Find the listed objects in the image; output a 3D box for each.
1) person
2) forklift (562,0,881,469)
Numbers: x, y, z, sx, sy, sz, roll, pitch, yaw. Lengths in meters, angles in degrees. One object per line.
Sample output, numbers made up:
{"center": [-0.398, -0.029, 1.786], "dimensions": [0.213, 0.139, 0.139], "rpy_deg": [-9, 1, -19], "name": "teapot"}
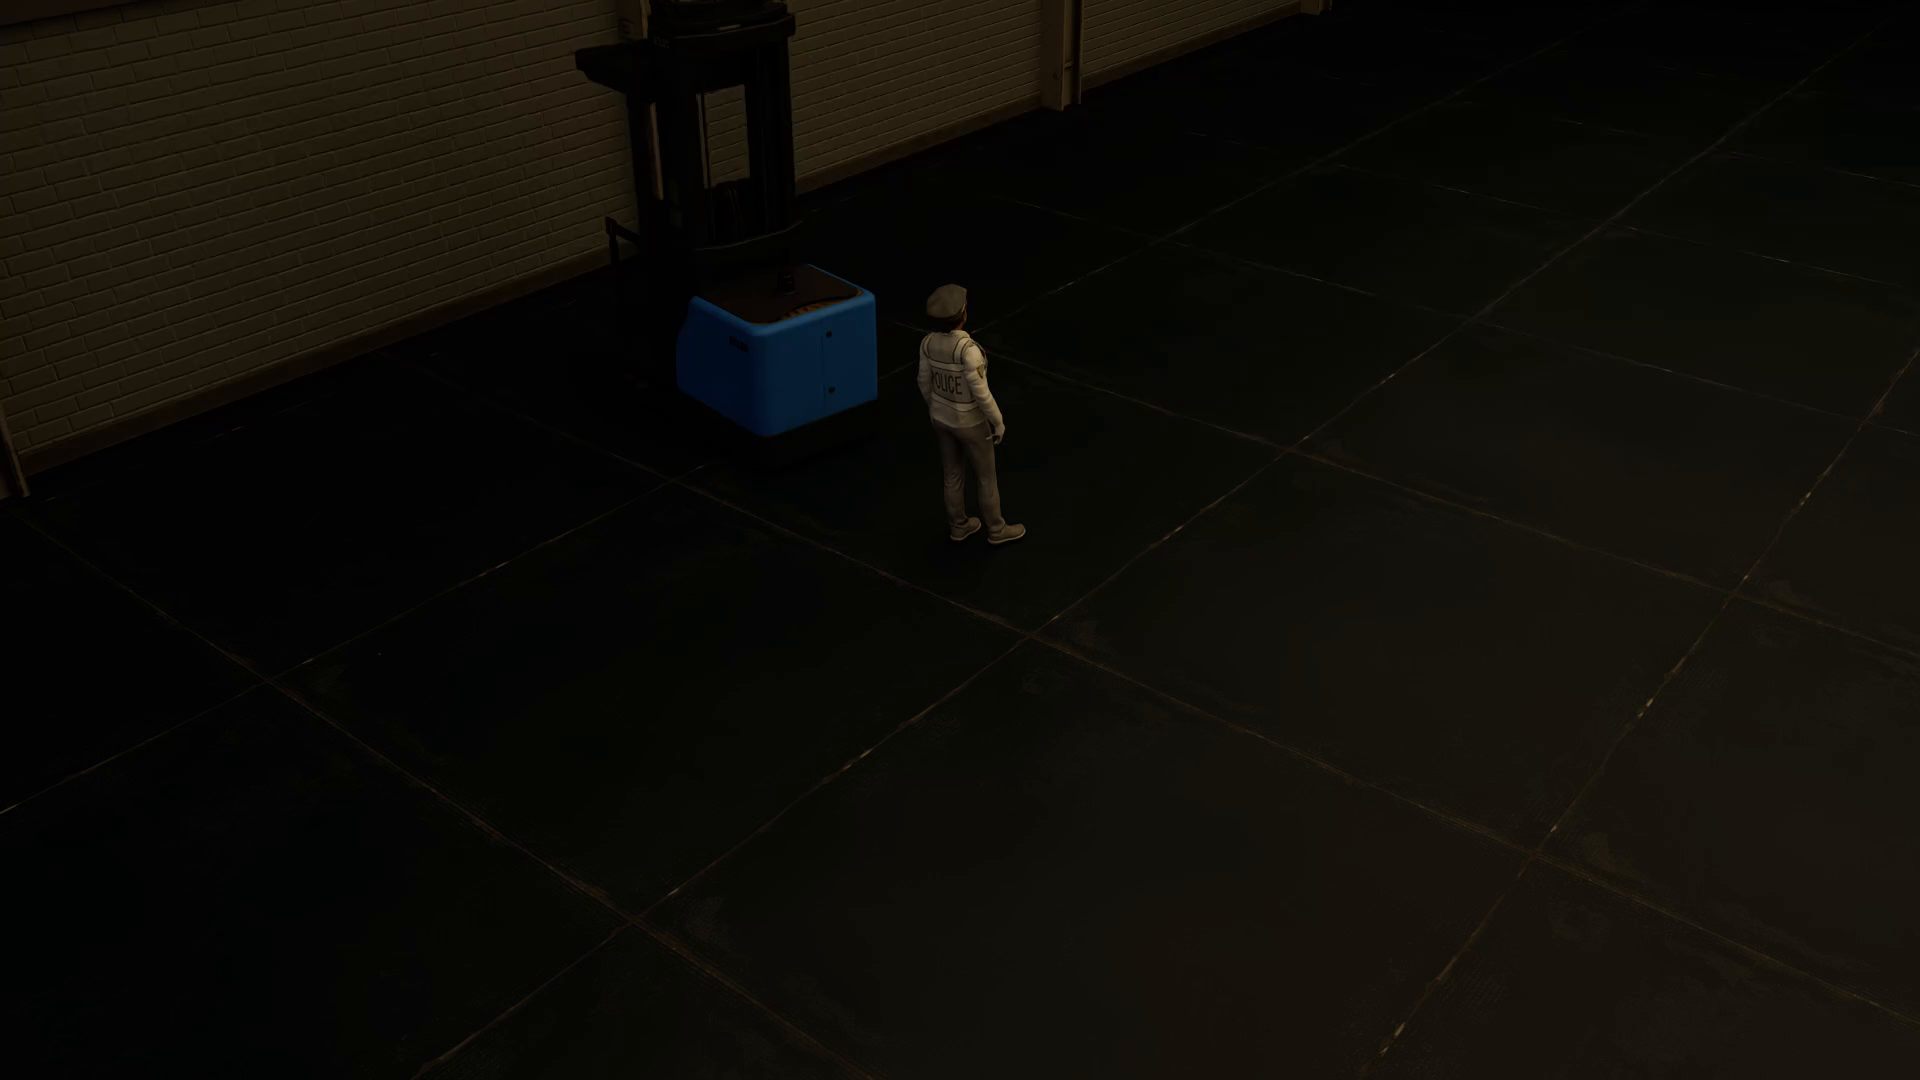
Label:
{"center": [0.048, -0.763, 10.111], "dimensions": [0.586, 1.694, 0.532], "rpy_deg": [22, 37, 33], "name": "person"}
{"center": [-1.900, -2.406, 11.713], "dimensions": [1.130, 2.935, 3.031], "rpy_deg": [-24, 38, -35], "name": "forklift"}
